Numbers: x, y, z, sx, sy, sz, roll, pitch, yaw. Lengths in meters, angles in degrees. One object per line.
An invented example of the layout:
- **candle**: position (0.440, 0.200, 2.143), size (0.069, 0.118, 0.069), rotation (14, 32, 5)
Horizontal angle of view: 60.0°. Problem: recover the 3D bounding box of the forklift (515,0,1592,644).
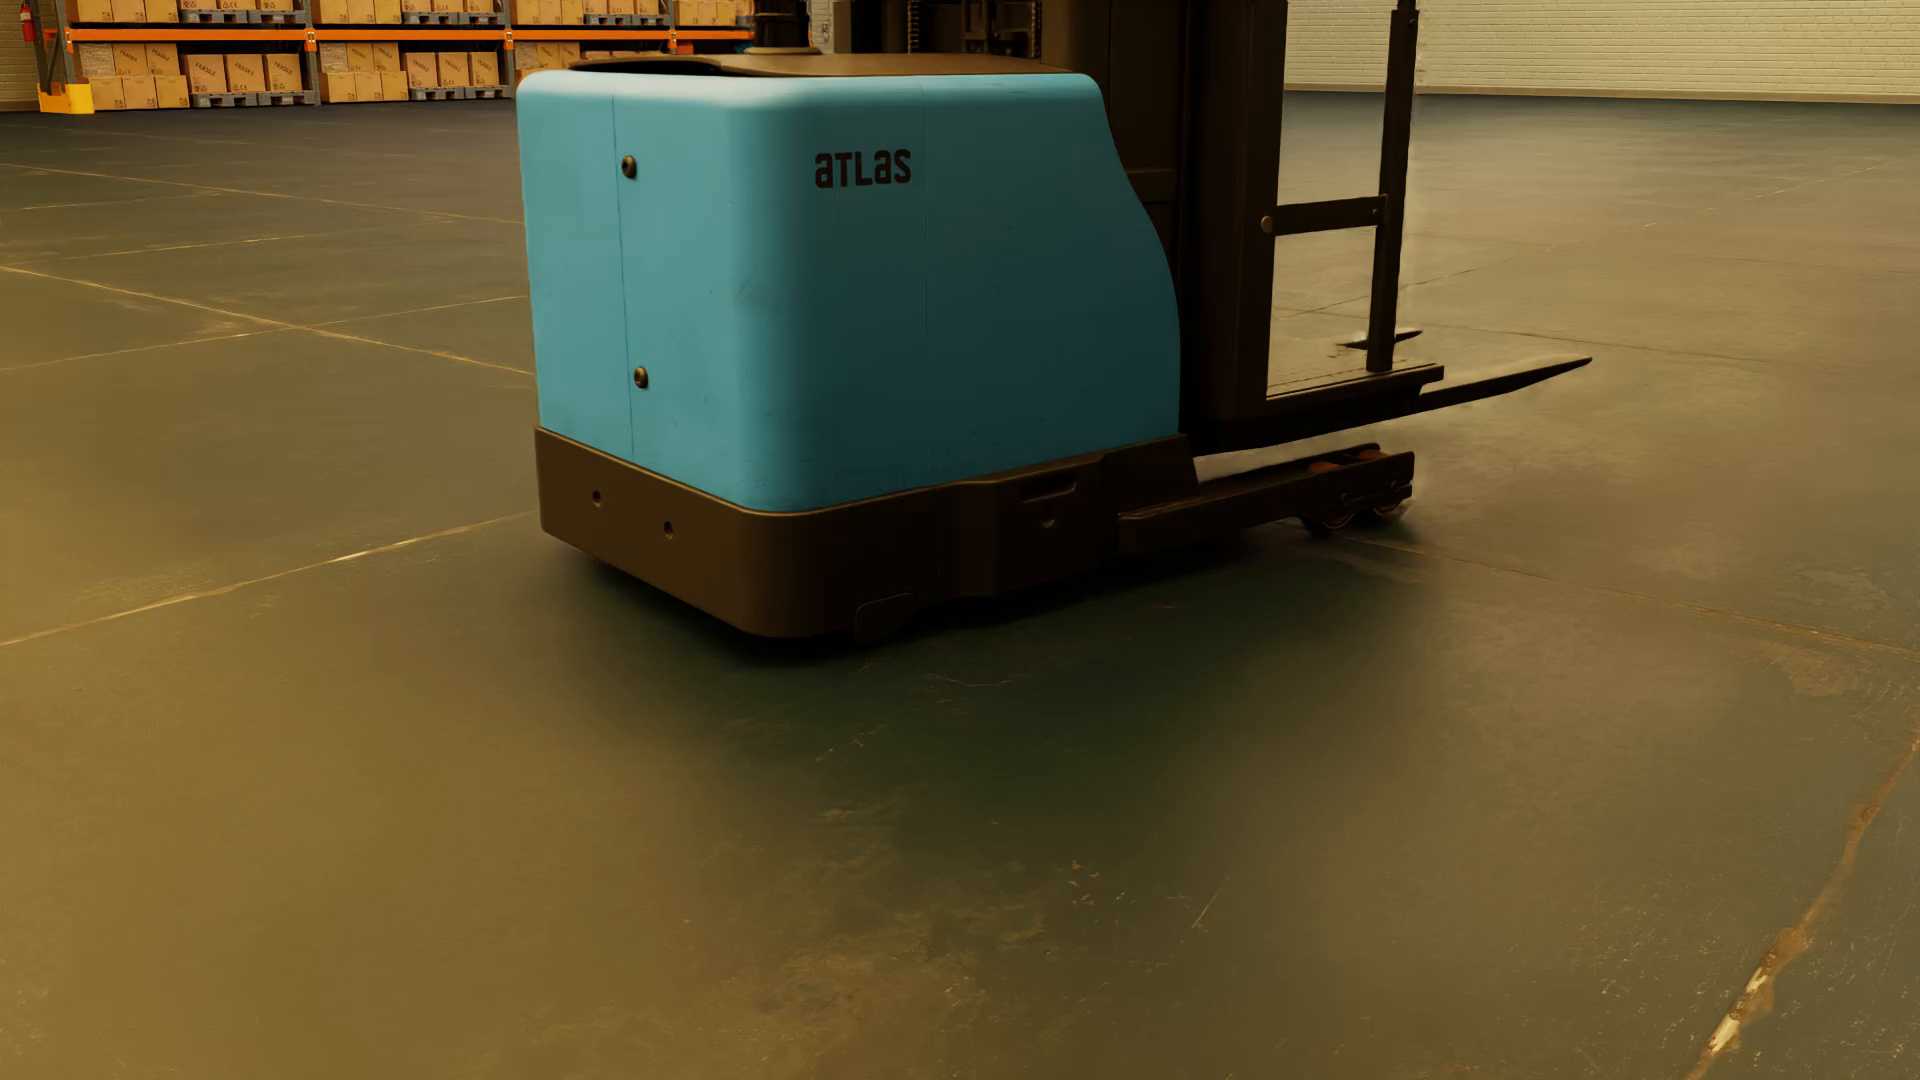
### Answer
- **forklift**: position (0.506, -1.533, 3.944), size (3.031, 2.935, 1.130), rotation (-13, 21, -37)
